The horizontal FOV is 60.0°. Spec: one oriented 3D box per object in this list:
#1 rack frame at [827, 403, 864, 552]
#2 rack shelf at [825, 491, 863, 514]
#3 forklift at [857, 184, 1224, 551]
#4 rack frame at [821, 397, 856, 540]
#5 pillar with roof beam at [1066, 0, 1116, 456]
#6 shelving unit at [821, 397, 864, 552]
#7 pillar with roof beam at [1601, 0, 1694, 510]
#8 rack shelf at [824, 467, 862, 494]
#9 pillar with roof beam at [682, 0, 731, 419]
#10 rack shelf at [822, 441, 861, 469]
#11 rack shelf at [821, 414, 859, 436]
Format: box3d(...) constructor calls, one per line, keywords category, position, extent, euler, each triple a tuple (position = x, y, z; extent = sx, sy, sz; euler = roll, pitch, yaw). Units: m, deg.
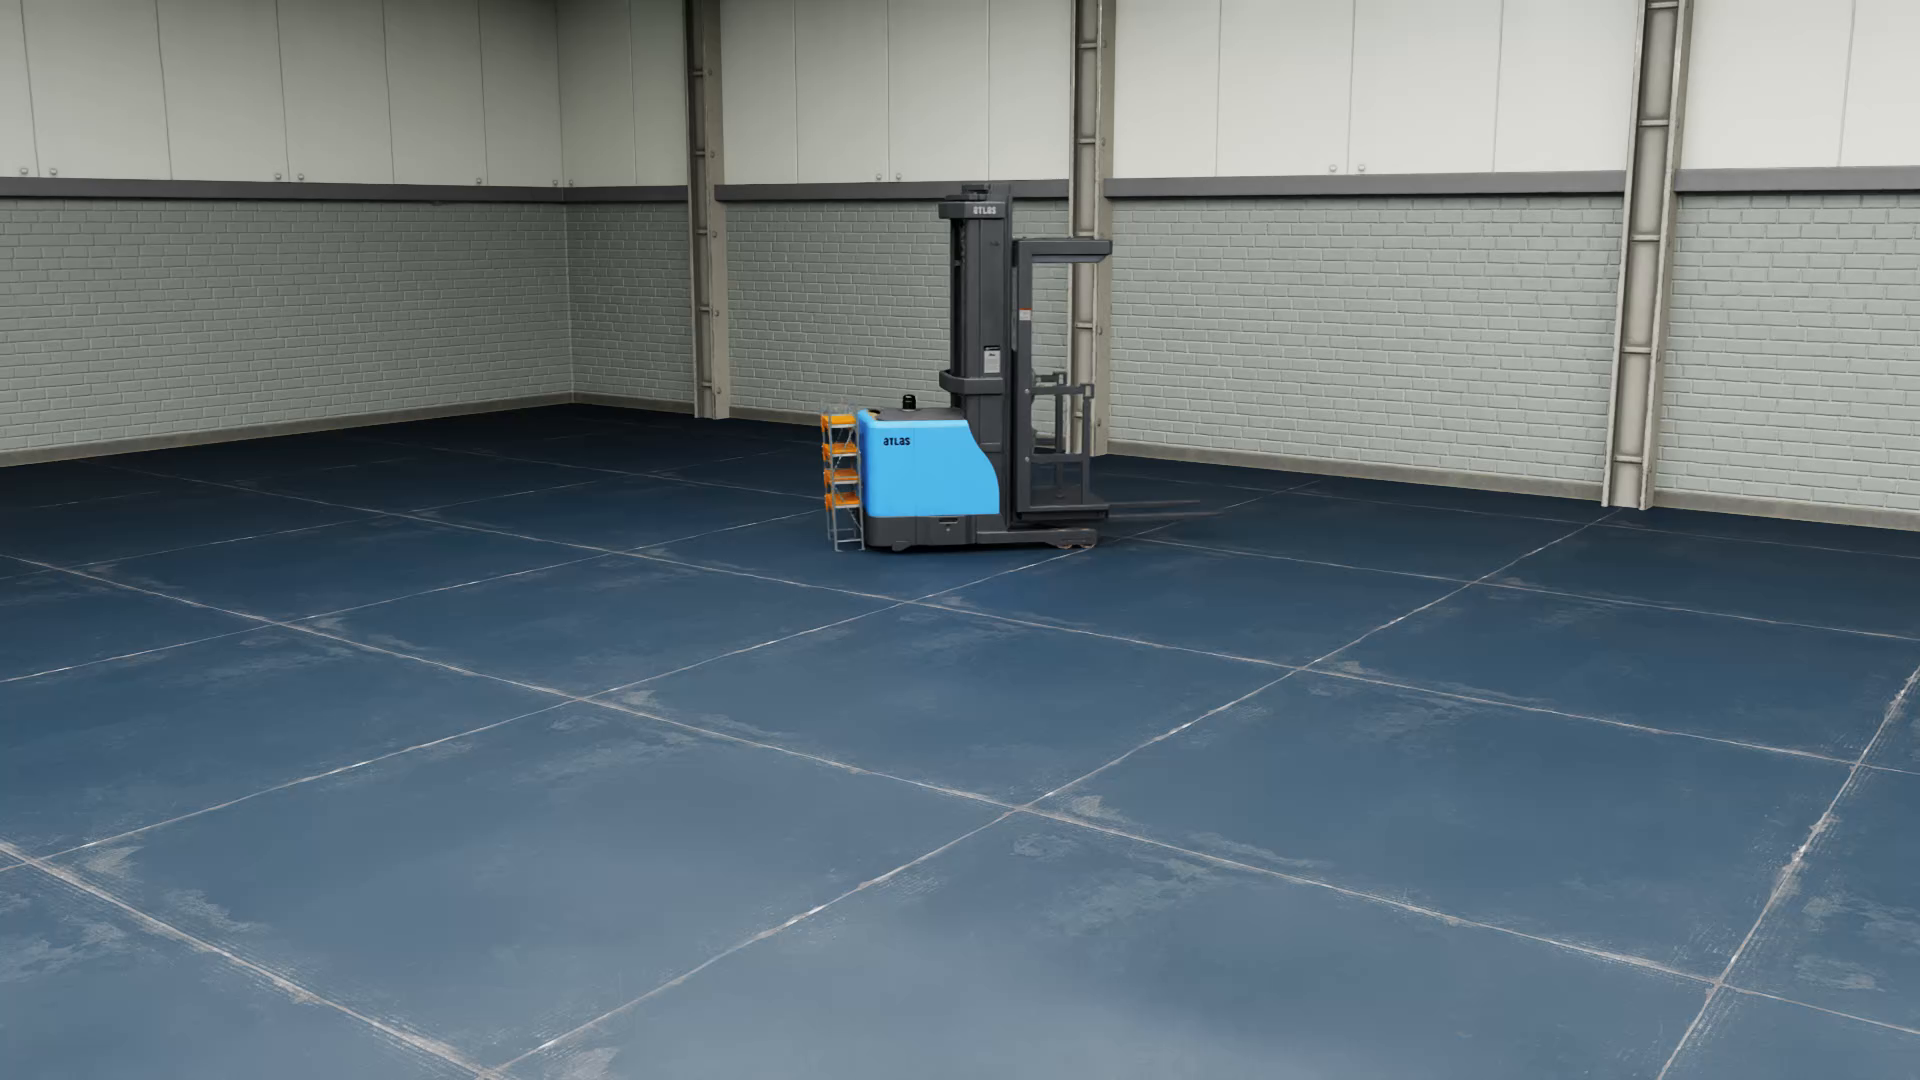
box3d(category="rack frame", position=(-0.922, -0.504, 13.449), extent=(0.240, 1.200, 0.015), euler=(-4, 12, -10))
box3d(category="rack shelf", position=(-0.959, -0.289, 13.736), extent=(0.258, 0.148, 0.480), euler=(-4, 12, -10))
box3d(category="forklift", position=(0.682, -1.458, 13.851), extent=(3.031, 2.935, 1.130), euler=(-2, 11, -9))
box3d(category="rack frame", position=(-1.015, -0.595, 13.919), extent=(0.240, 1.200, 0.015), euler=(-4, 12, -10))
box3d(category="pillar with roof beam", position=(-1.084, -4.757, 14.925), extent=(0.400, 9.000, 9.100), euler=(8, 13, 36))
box3d(category="shelving unit", position=(-0.968, -0.549, 13.684), extent=(0.258, 1.200, 0.503), euler=(-4, 12, -10))
box3d(category="pillar with roof beam", position=(3.752, -4.082, 11.438), extent=(0.400, 9.000, 9.100), euler=(8, 13, 36))
box3d(category="rack shelf", position=(-0.966, -0.483, 13.697), extent=(0.258, 0.148, 0.480), euler=(-4, 12, -10))
box3d(category="pillar with roof beam", position=(-5.920, -5.431, 18.411), extent=(0.400, 9.000, 9.100), euler=(8, 13, 36))
box3d(category="rack shelf", position=(-0.974, -0.702, 13.653), extent=(0.258, 0.148, 0.480), euler=(-4, 12, -10))
box3d(category="rack shelf", position=(-0.982, -0.934, 13.607), extent=(0.258, 0.148, 0.480), euler=(-4, 12, -10))
